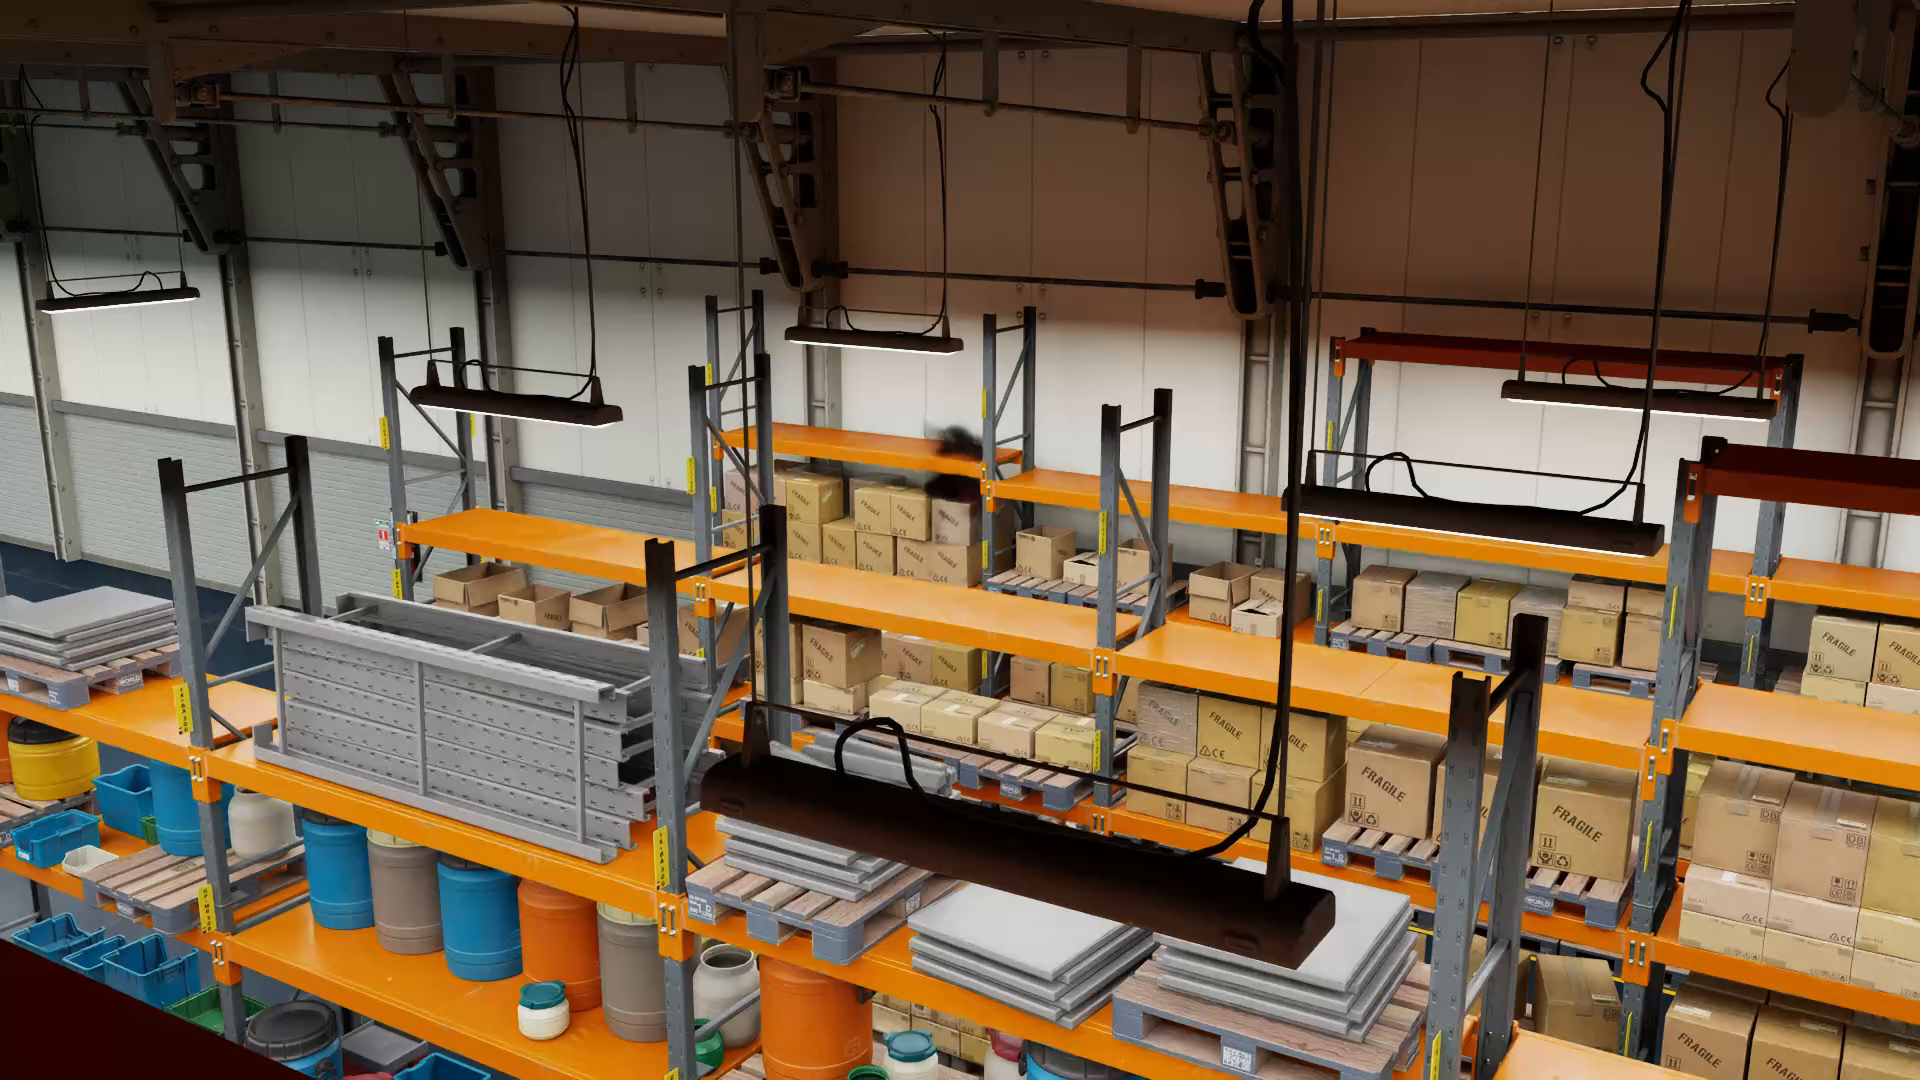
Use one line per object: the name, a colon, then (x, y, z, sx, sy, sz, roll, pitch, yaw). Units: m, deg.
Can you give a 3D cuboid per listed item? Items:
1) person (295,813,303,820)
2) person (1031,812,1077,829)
person: (-7.545, 2.496, 19.821, 0.852, 1.654, 0.569, -10, 17, -34)
person: (0.899, 2.988, 16.682, 0.509, 1.662, 0.599, 5, 15, 21)
